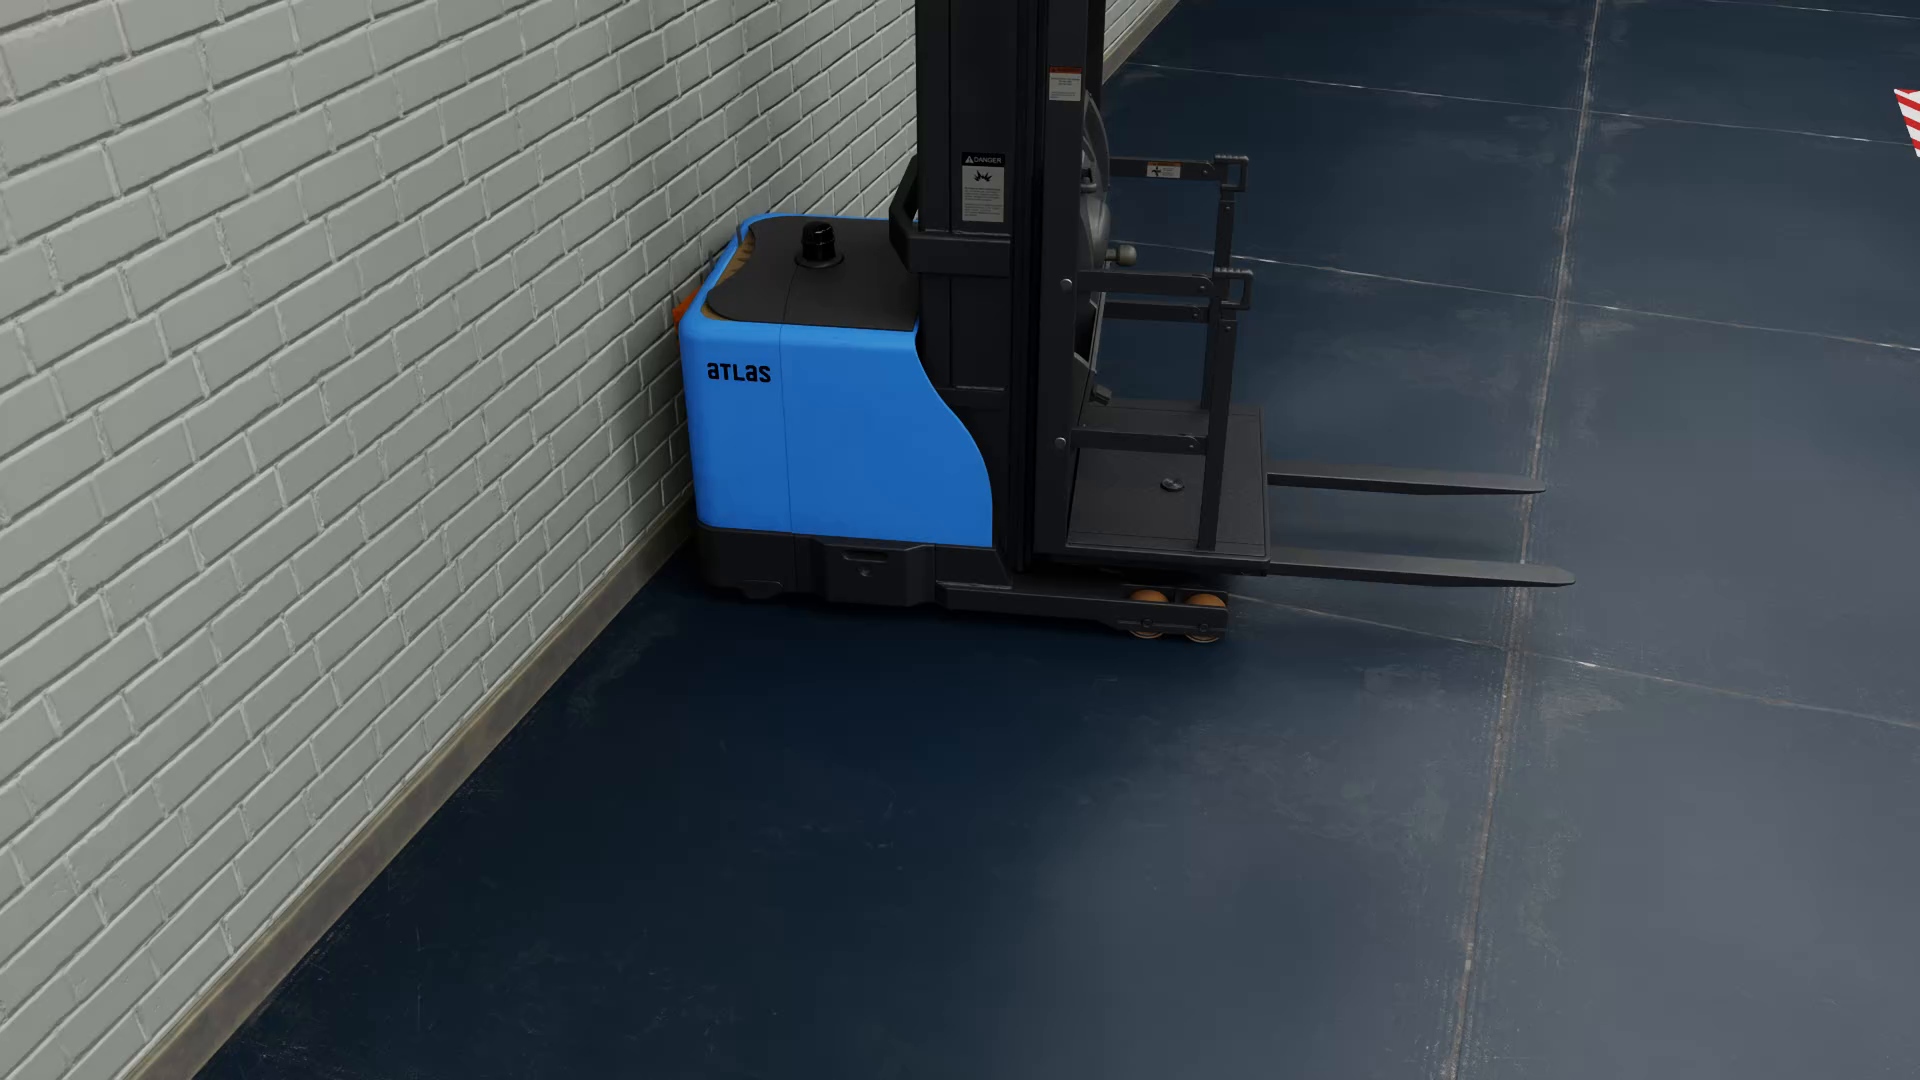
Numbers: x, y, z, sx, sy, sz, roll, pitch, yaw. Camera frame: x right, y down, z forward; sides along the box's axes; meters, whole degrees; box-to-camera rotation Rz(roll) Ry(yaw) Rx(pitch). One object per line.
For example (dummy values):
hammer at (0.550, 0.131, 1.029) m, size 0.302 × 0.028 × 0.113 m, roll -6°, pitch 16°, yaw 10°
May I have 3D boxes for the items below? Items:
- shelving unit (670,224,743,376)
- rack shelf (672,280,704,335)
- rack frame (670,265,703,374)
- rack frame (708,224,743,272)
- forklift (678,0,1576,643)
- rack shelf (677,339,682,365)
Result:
shelving unit at (-0.870, -0.564, 6.137) m, size 0.189 × 1.200 × 0.258 m, roll 9°, pitch 36°, yaw 18°
rack shelf at (-0.889, -0.826, 5.961) m, size 0.180 × 0.103 × 0.258 m, roll 9°, pitch 36°, yaw 18°
rack frame at (-0.956, -0.577, 6.166) m, size 0.006 × 1.200 × 0.240 m, roll 9°, pitch 36°, yaw 18°
rack frame at (-0.784, -0.551, 6.109) m, size 0.006 × 1.200 × 0.240 m, roll 9°, pitch 36°, yaw 18°
forklift at (0.623, -1.187, 5.386) m, size 3.031 × 2.935 × 1.130 m, roll 4°, pitch 33°, yaw 6°
rack shelf at (-0.882, -0.726, 6.028) m, size 0.180 × 0.103 × 0.258 m, roll 9°, pitch 36°, yaw 18°
